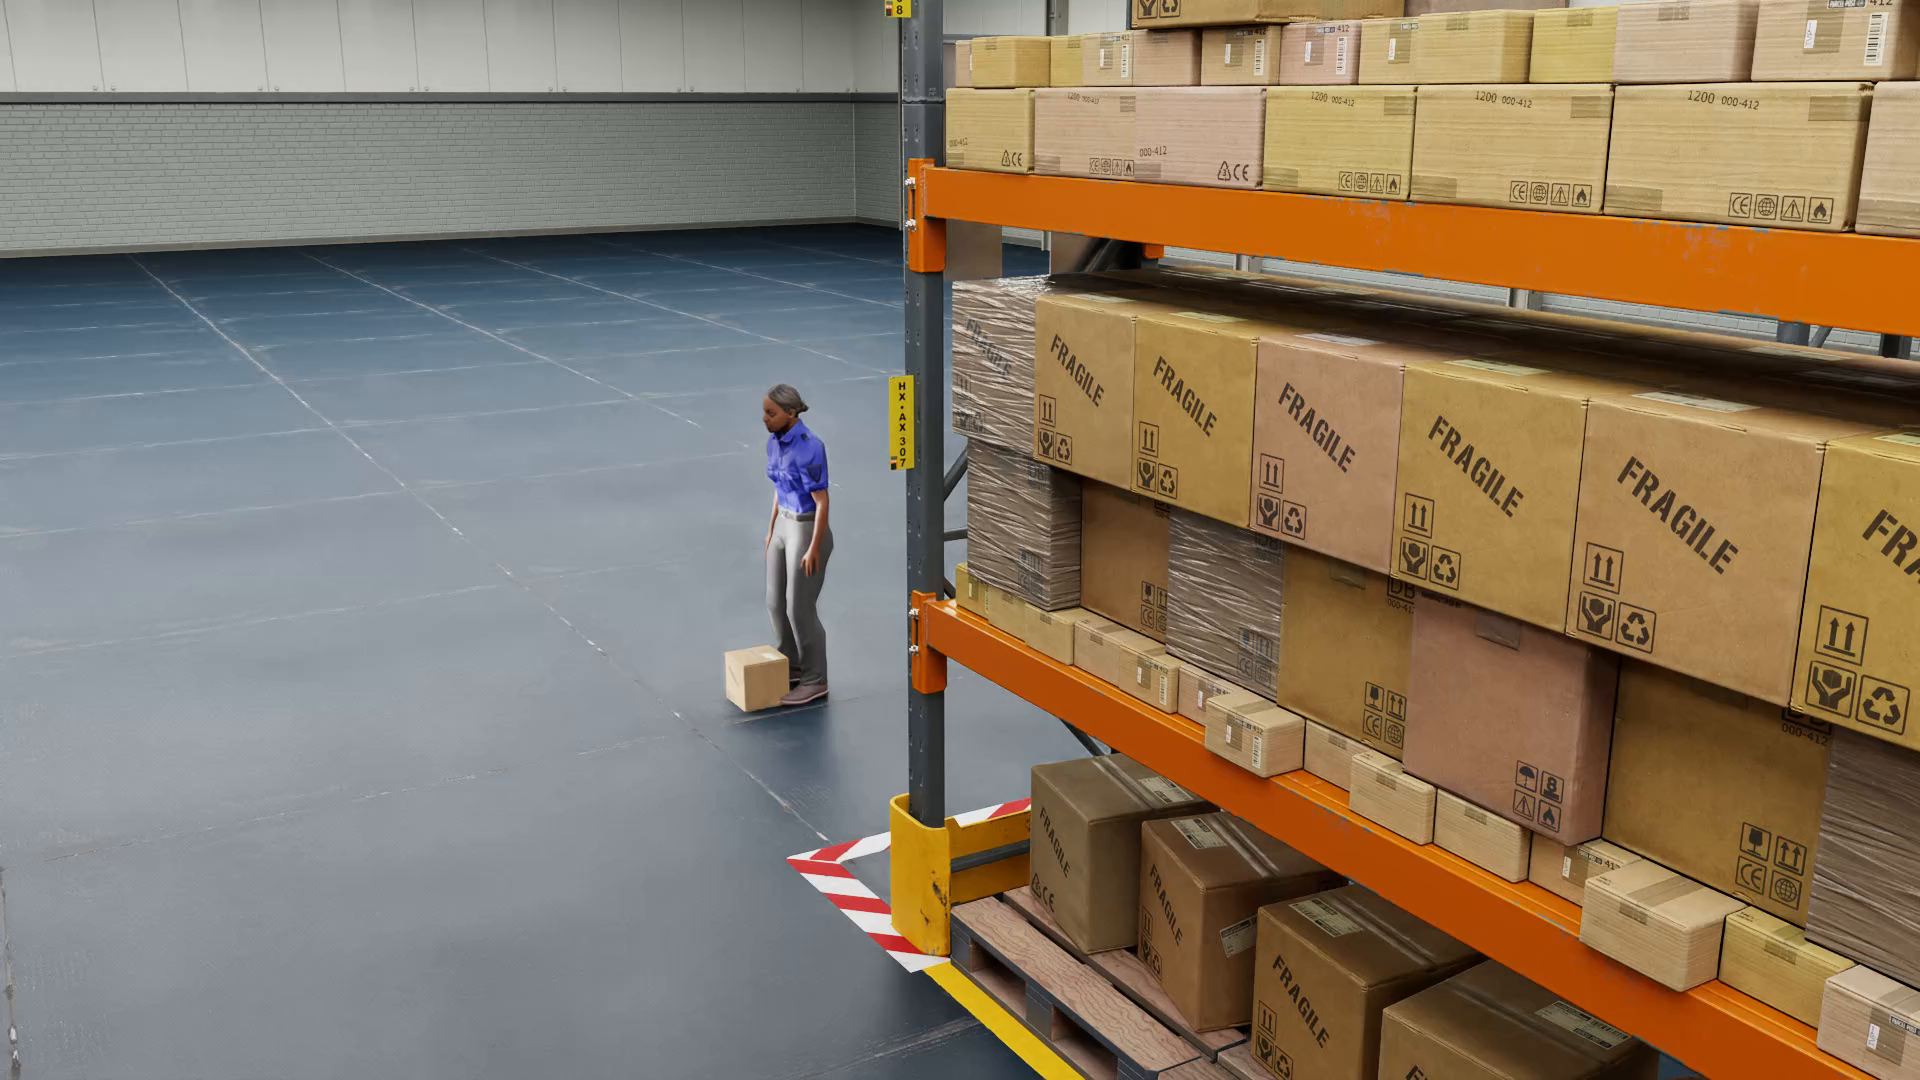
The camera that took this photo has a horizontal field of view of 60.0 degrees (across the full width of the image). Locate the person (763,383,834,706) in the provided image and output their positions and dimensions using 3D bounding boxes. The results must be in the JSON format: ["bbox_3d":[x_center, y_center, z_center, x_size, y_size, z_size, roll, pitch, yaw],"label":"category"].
[{"bbox_3d":[-0.852,0.001,8.525,0.352,1.653,0.512,-10,18,-32],"label":"person"}]
